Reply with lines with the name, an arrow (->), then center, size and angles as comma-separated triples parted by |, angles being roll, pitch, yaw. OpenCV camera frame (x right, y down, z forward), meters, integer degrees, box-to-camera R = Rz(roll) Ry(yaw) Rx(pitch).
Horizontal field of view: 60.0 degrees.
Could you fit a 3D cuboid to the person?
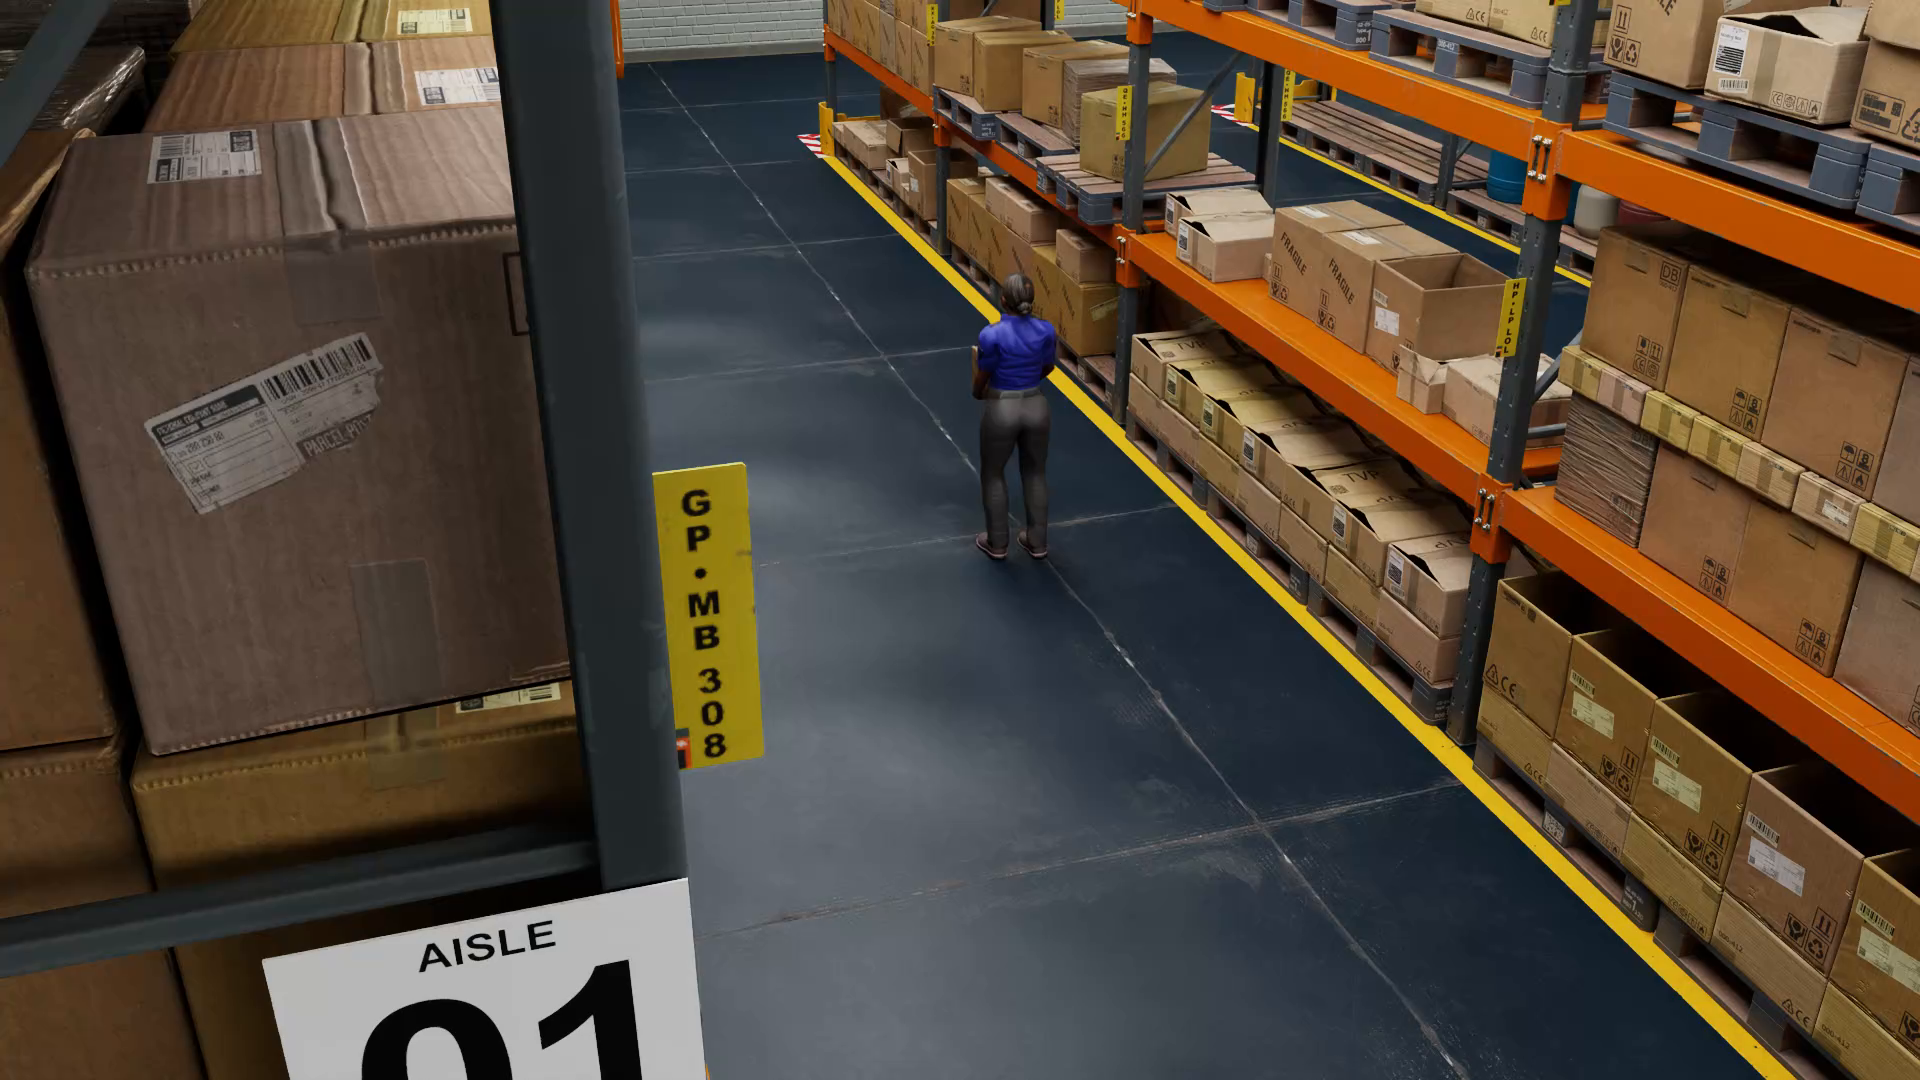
person -> 0.276, -0.692, 9.021 | 0.451, 1.650, 0.518 | -8, 28, -15
